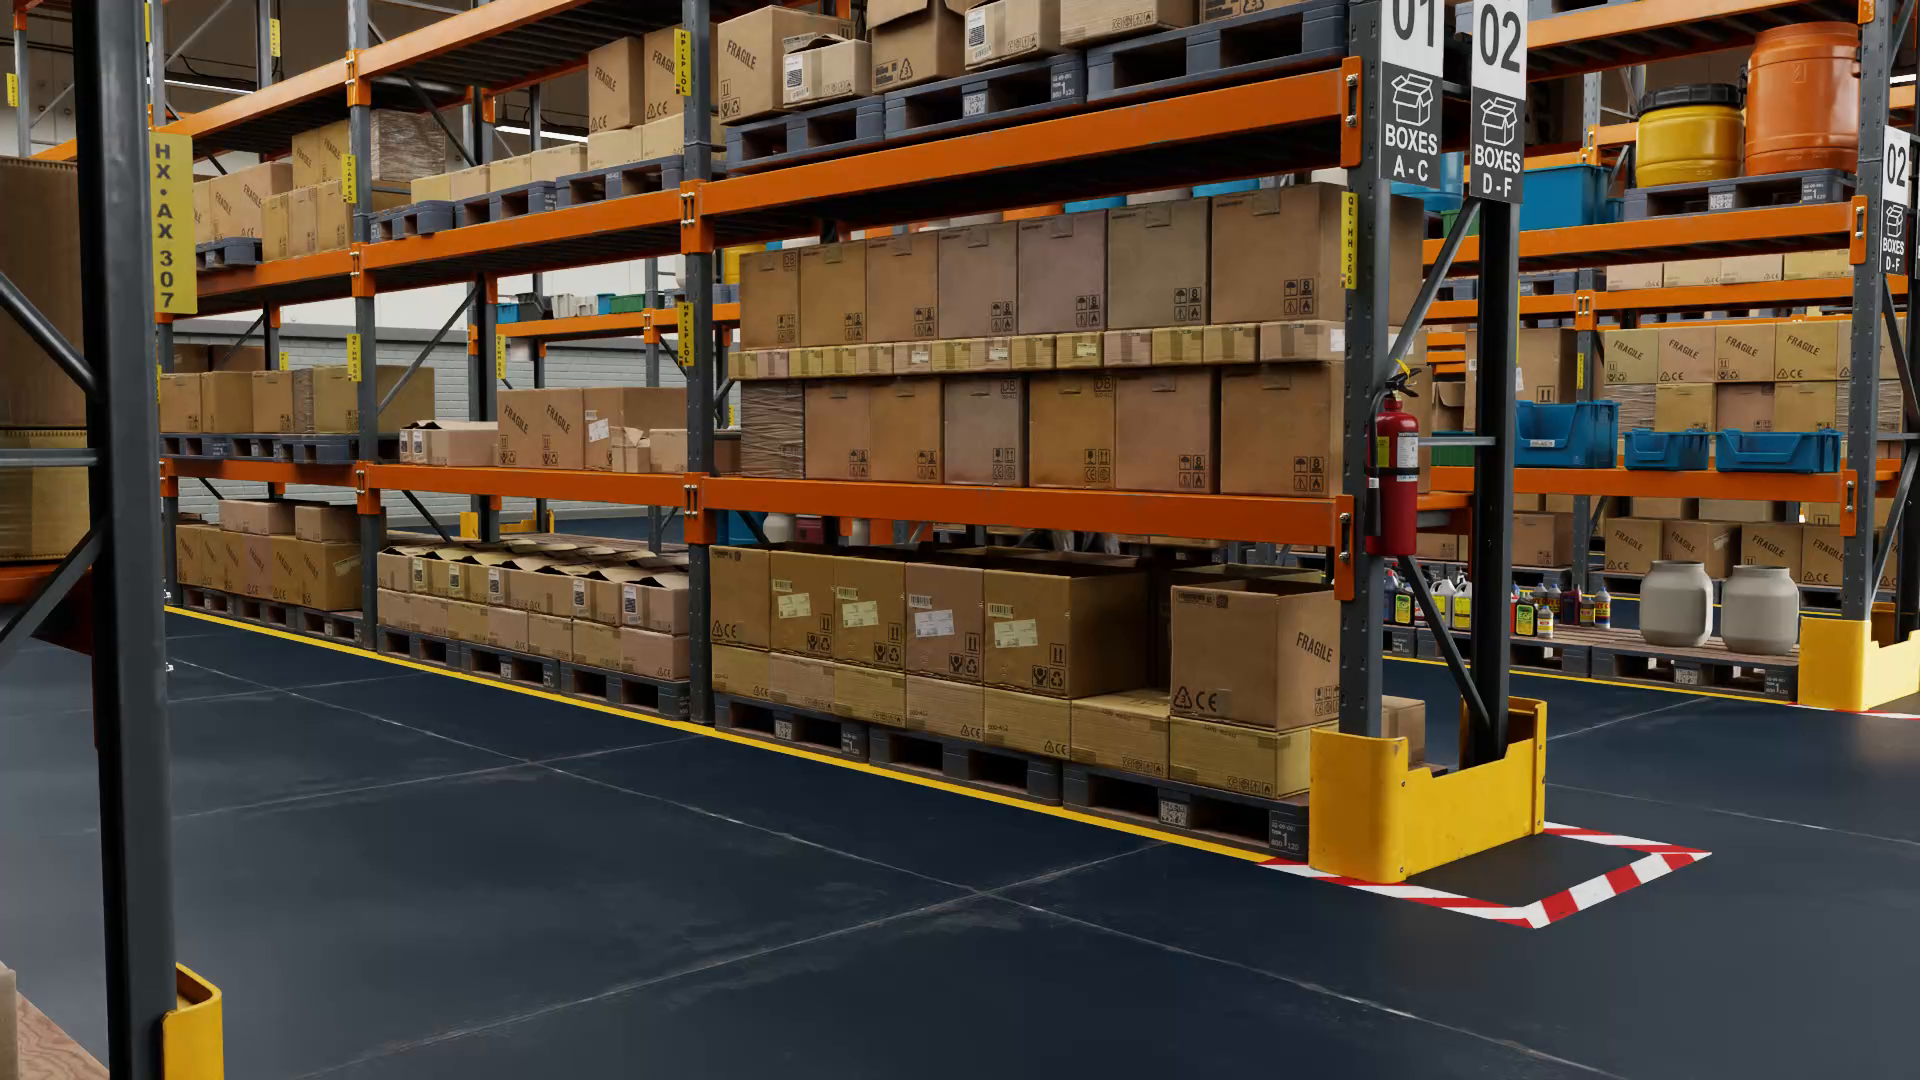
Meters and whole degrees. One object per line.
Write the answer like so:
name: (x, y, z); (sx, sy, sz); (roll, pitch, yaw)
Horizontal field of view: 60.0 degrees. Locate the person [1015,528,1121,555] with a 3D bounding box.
person: (0.686, 0.264, 10.312); (0.579, 1.205, 0.798); (-4, 5, -44)
